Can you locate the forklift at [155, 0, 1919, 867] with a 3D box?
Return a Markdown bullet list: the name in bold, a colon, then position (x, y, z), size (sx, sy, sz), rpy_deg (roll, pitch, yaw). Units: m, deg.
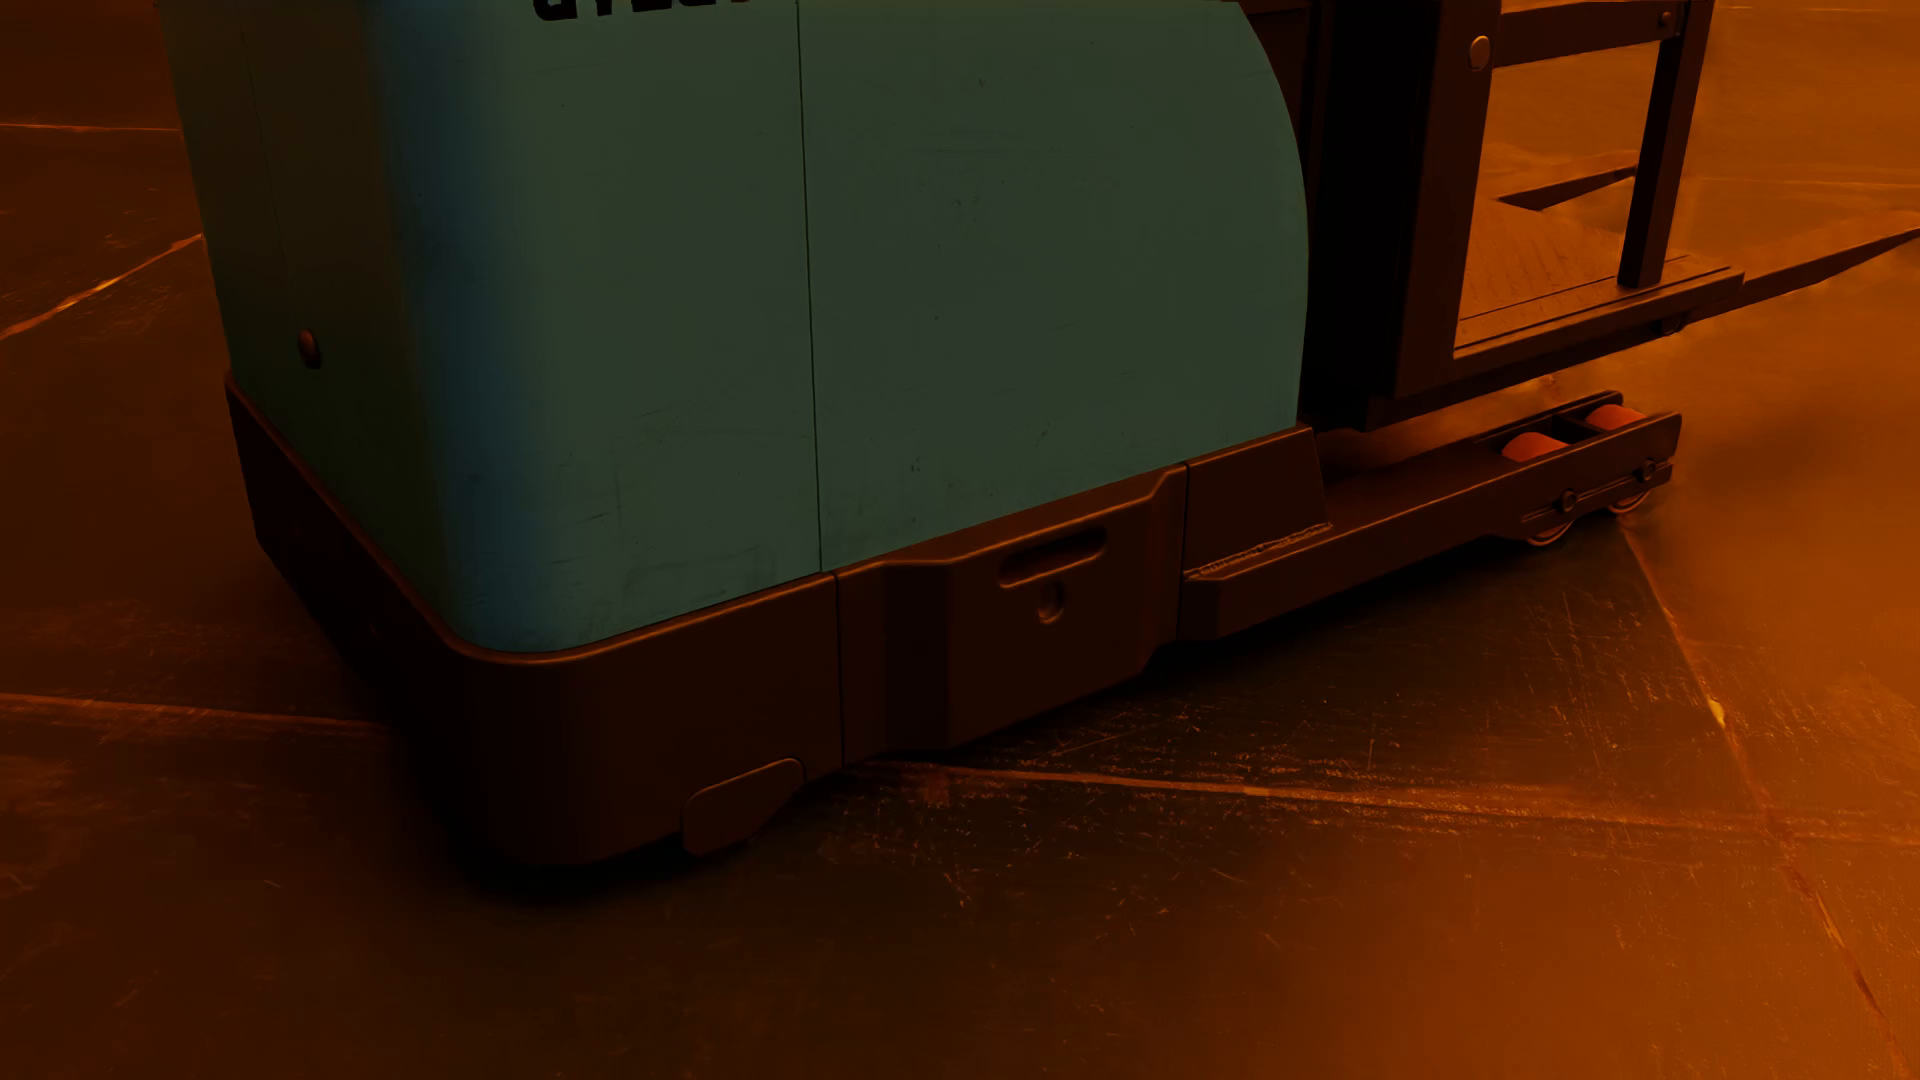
- **forklift**: position (0.498, -1.478, 2.179), size (3.031, 2.935, 1.130), rpy_deg (-17, 31, -31)
